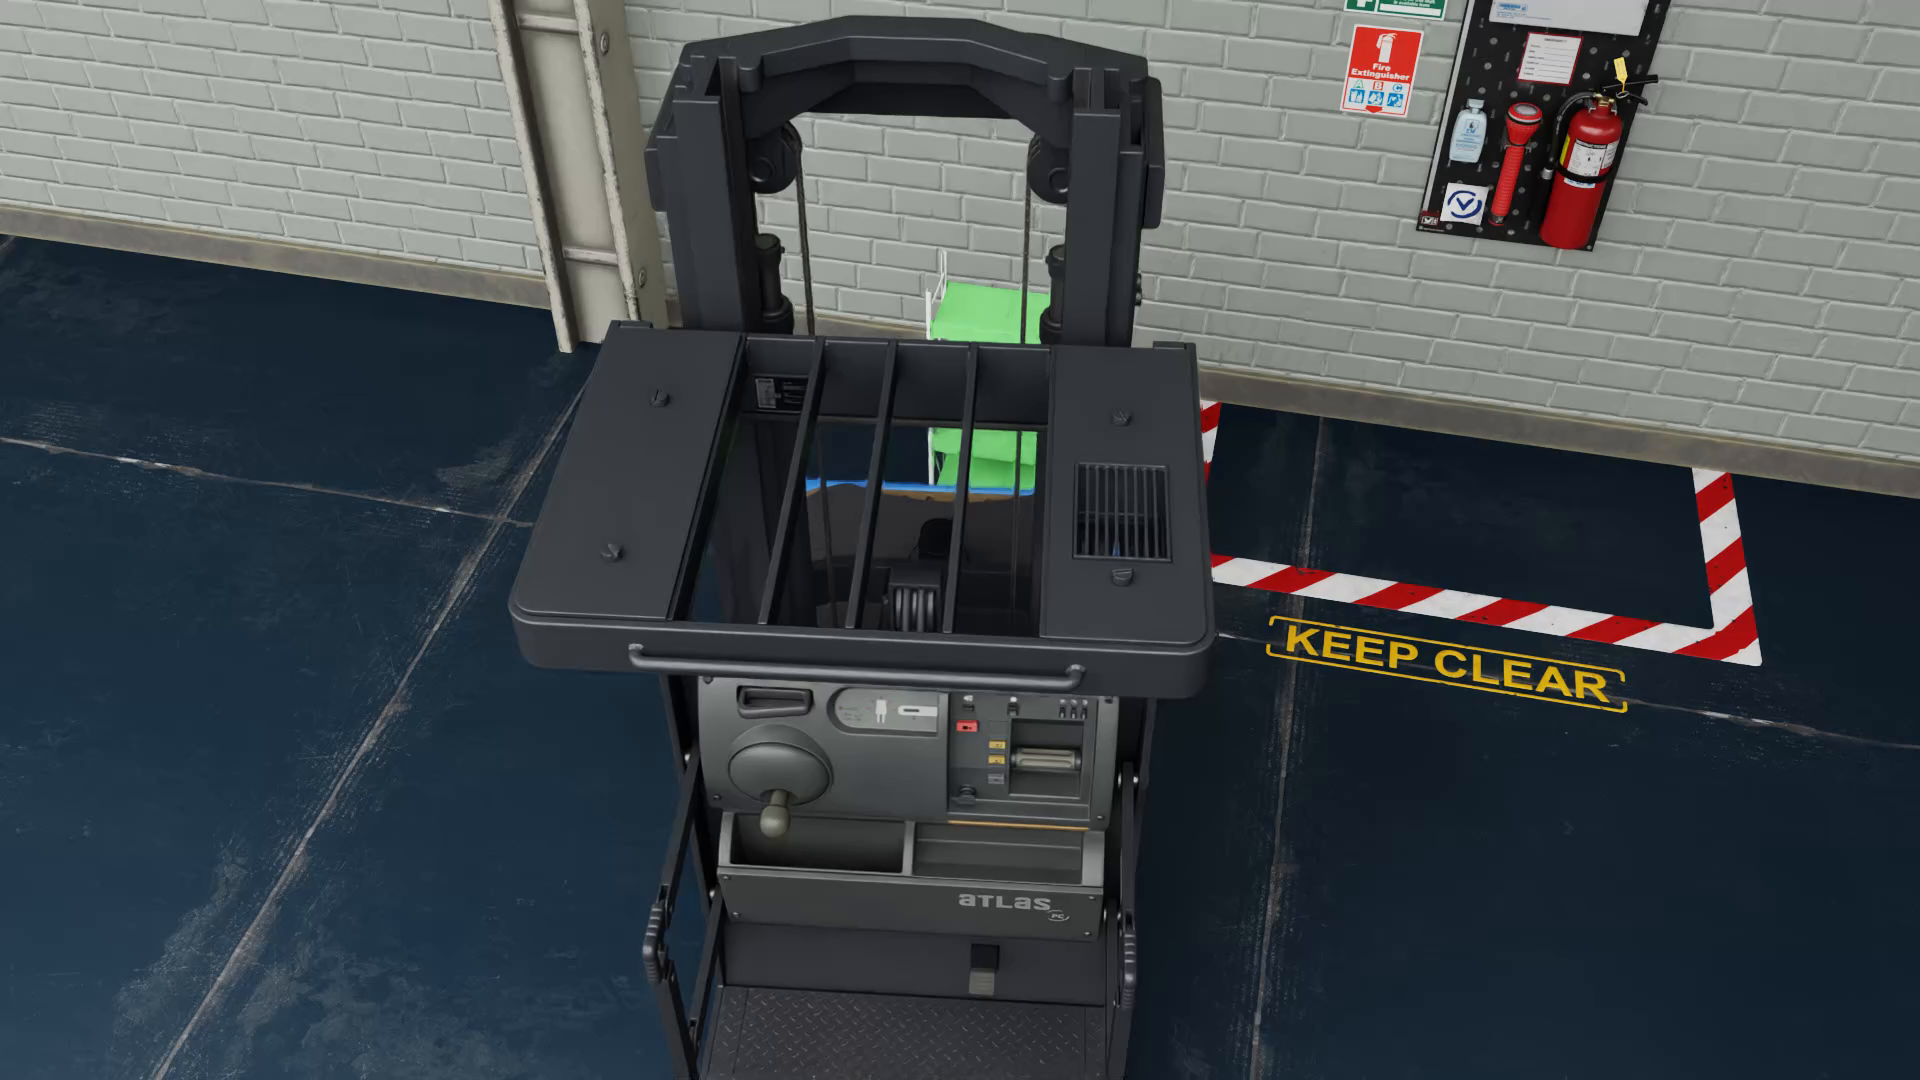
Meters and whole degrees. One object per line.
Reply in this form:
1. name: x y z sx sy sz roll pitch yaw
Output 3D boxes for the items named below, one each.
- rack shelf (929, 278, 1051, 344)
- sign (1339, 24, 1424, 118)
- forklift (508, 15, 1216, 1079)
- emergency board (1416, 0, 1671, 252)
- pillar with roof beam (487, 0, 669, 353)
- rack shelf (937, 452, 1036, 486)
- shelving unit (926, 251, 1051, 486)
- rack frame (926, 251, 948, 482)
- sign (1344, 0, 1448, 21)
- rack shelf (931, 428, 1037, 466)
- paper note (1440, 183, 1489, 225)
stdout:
1. rack shelf: 0.162 -0.707 5.519 0.480 0.148 0.258 9 45 9
2. sign: 1.453 -1.617 5.742 0.234 0.329 0.001 9 45 9
3. forklift: -0.128 0.567 3.547 1.130 2.935 3.031 3 44 3
4. emergency board: 1.970 -1.451 5.595 0.643 1.169 0.194 9 45 9
5. pillar with roof beam: -2.422 -1.208 1.016 0.400 9.000 9.100 9 45 9
6. rack shelf: 0.162 -0.188 6.019 0.480 0.148 0.258 9 45 9
7. shelving unit: 0.162 -0.407 5.808 0.503 1.200 0.258 9 45 9
8. rack frame: -0.077 -0.444 5.846 0.015 1.200 0.240 9 45 9
9. sign: 1.456 -1.802 5.551 0.331 0.109 0.001 9 45 9
10. rack shelf: 0.162 -0.361 5.852 0.480 0.148 0.258 9 45 9
11. paper note: 1.813 -1.207 5.976 0.142 0.148 0.016 9 45 9
